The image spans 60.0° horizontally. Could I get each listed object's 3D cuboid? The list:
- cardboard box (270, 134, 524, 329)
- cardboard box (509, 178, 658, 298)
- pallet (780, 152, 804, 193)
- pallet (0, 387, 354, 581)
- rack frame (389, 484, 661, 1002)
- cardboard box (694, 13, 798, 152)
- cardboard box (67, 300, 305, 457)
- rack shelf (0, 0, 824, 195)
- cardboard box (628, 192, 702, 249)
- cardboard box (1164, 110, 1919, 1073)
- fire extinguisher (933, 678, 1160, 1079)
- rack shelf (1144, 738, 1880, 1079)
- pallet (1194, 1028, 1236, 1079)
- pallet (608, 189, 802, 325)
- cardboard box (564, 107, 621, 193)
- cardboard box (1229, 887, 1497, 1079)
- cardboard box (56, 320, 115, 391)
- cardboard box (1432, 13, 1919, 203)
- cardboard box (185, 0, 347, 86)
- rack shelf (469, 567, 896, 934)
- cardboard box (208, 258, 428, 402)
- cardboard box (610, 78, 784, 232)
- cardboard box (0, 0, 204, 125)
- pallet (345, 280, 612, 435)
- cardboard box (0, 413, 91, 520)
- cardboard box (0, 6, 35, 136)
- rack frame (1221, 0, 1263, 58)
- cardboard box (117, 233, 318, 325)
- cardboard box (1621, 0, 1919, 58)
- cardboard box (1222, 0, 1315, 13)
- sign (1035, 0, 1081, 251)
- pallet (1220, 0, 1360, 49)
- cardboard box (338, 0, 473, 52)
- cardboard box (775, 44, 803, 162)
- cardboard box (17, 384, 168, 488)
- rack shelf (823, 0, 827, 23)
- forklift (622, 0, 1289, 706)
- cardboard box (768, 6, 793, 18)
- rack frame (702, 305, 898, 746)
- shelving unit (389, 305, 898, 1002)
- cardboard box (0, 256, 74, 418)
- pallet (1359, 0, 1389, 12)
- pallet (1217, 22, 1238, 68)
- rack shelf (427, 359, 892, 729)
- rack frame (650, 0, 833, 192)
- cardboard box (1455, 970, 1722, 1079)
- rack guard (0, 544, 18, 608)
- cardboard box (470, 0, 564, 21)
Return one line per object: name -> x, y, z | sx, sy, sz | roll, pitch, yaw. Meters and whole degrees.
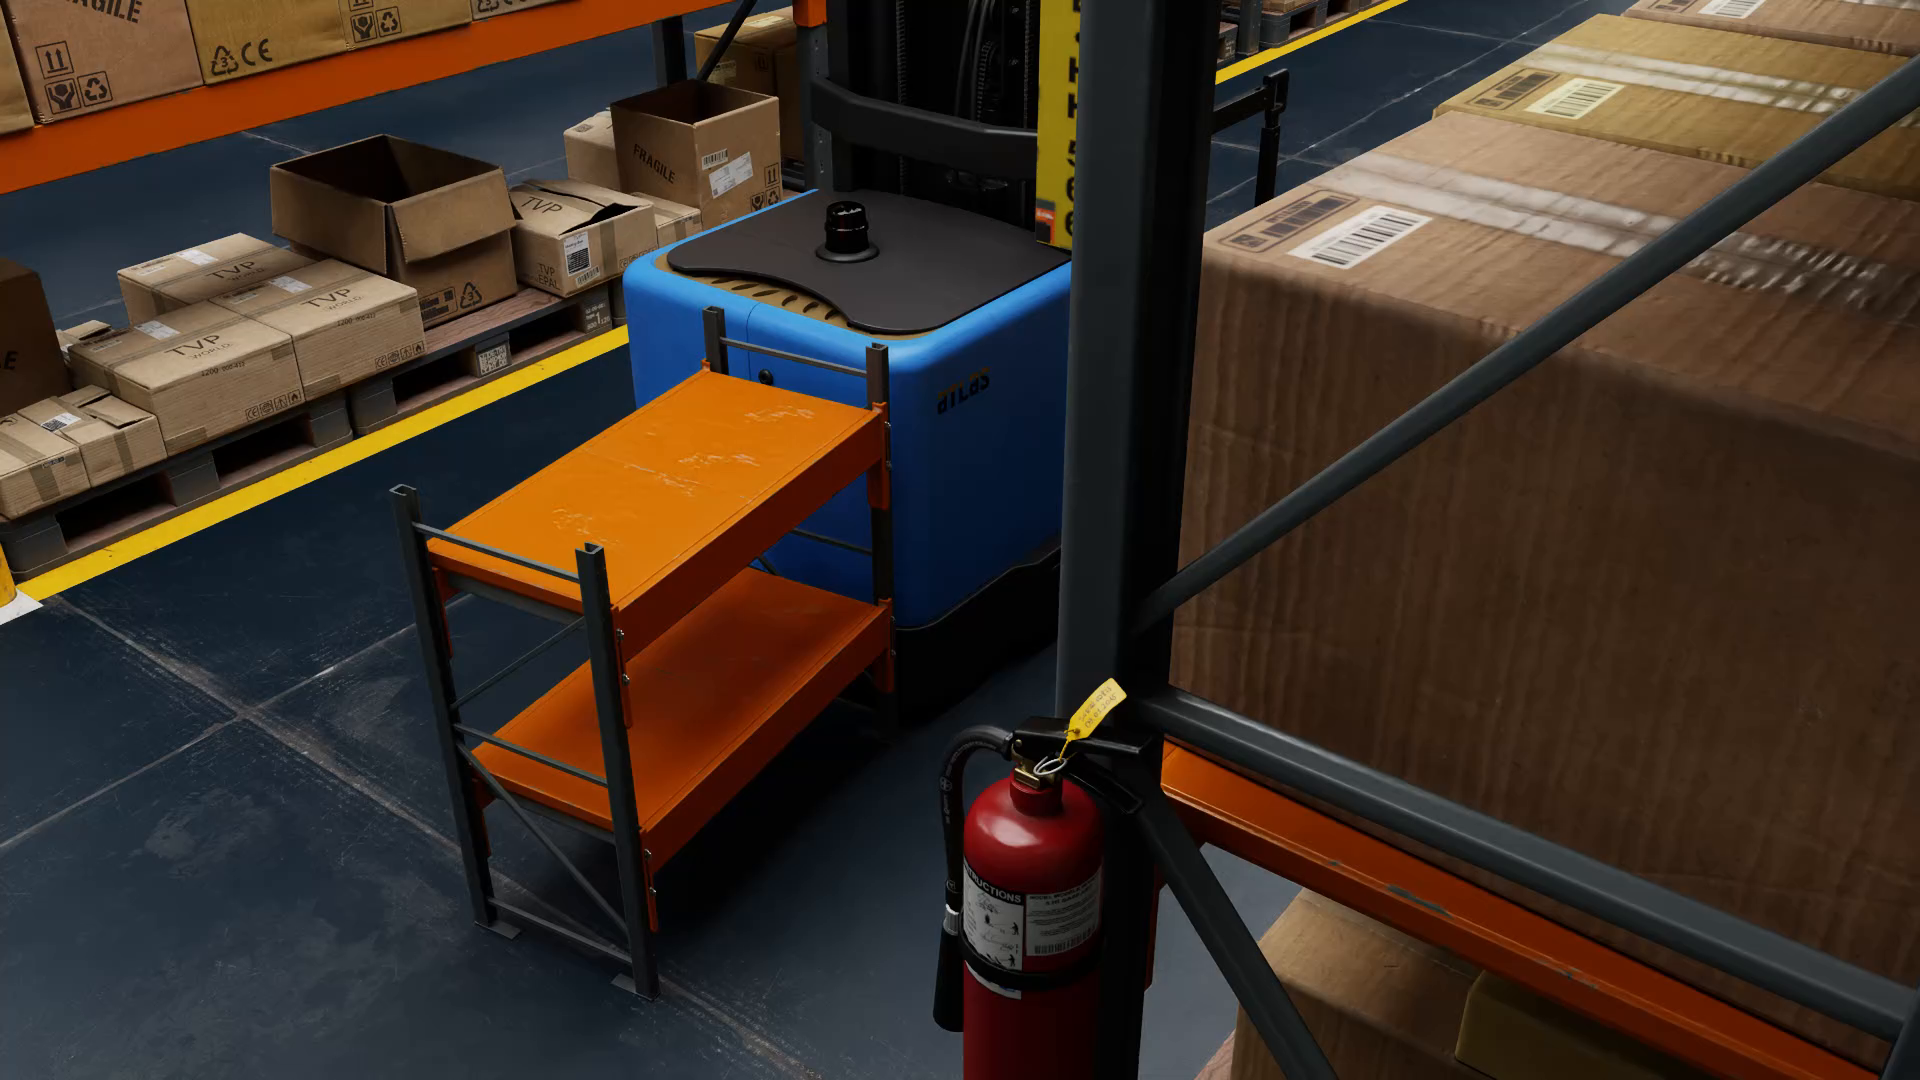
cardboard box -> -2.120, -1.177, 6.311 | 0.797, 0.503, 0.637 | 21, 37, 31
cardboard box -> -1.561, -1.236, 6.598 | 0.500, 0.311, 0.500 | 21, 37, 31
pallet -> -0.529, -1.969, 8.366 | 1.003, 0.211, 1.213 | 21, 37, 31
pallet -> -2.878, -0.356, 5.645 | 1.003, 0.211, 1.213 | 21, 37, 31
rack frame -> -0.874, 0.442, 3.400 | 0.500, 1.125, 0.032 | 15, 34, 24
cardboard box -> -0.921, -2.229, 8.090 | 0.500, 0.500, 0.500 | 21, 37, 31
cardboard box -> -2.548, -0.544, 5.492 | 0.500, 0.250, 0.500 | 21, 37, 31
rack shelf -> -2.197, -1.704, 5.889 | 1.077, 0.370, 4.000 | 21, 37, 31
cardboard box -> -1.286, -1.300, 6.866 | 0.380, 0.149, 0.250 | 21, 37, 31
cardboard box -> 0.847, -0.017, 2.043 | 0.980, 0.700, 0.700 | 23, 38, 33
fire extinguisher -> 0.088, 0.435, 2.015 | 0.296, 0.674, 0.183 | 21, 37, 31
rack shelf -> 1.754, -0.181, 3.319 | 1.077, 0.370, 4.000 | 21, 37, 31
pallet -> 0.967, 1.173, 3.064 | 1.003, 0.211, 1.213 | 21, 37, 31
pallet -> -1.405, -1.348, 7.318 | 1.003, 0.211, 1.213 | 21, 37, 31
cardboard box -> -1.416, -1.755, 7.475 | 0.500, 0.311, 0.500 | 21, 37, 31
cardboard box -> 0.890, 0.902, 2.827 | 0.700, 0.500, 0.500 | 21, 37, 31
cardboard box -> -2.957, -0.605, 5.676 | 0.380, 0.166, 0.250 | 21, 37, 31
cardboard box -> 1.277, -0.316, 2.548 | 0.980, 0.700, 0.700 | 21, 36, 31
cardboard box -> -2.314, -1.758, 5.175 | 0.500, 0.500, 0.500 | 21, 37, 31
rack shelf -> -0.632, 0.425, 3.910 | 0.538, 0.278, 1.000 | 15, 34, 24
cardboard box -> -2.247, -0.747, 5.835 | 0.500, 0.250, 0.500 | 21, 37, 31
cardboard box -> -1.108, -1.622, 7.065 | 0.500, 0.500, 0.500 | 21, 37, 31
cardboard box -> -2.619, -1.554, 4.833 | 0.500, 0.500, 0.500 | 21, 36, 31
pallet -> -2.141, -0.850, 6.478 | 1.003, 0.211, 1.213 | 21, 37, 31
cardboard box -> -2.878, -0.228, 5.058 | 0.380, 0.149, 0.250 | 21, 37, 31
cardboard box -> -2.927, -1.343, 4.476 | 0.500, 0.500, 0.500 | 22, 37, 32
rack frame -> 1.424, -4.453, 9.821 | 1.000, 3.000, 0.127 | 21, 37, 31
cardboard box -> -2.675, -0.881, 6.060 | 0.500, 0.250, 0.500 | 21, 37, 31
cardboard box -> 1.745, -0.624, 3.066 | 0.980, 0.700, 0.700 | 19, 36, 29
cardboard box -> 1.975, -3.573, 10.622 | 0.500, 0.250, 0.500 | 21, 37, 31
sign -> 0.123, -0.451, 1.700 | 0.100, 0.325, 0.005 | 21, 37, 31
pallet -> 1.952, -3.576, 11.076 | 1.003, 0.211, 1.213 | 21, 37, 31
cardboard box -> -2.011, -1.960, 5.517 | 0.500, 0.500, 0.500 | 22, 37, 32
cardboard box -> -0.504, -2.062, 7.808 | 0.500, 0.500, 0.500 | 19, 36, 29
cardboard box -> -2.727, -0.337, 5.225 | 0.380, 0.166, 0.250 | 21, 37, 31
rack shelf -> 0.217, -3.330, 8.633 | 1.077, 0.370, 4.000 | 21, 37, 31
forklift -> 0.382, -1.516, 4.934 | 1.130, 2.935, 3.031 | 21, 37, 31
cardboard box -> -0.616, -2.428, 8.425 | 0.500, 0.500, 0.500 | 21, 37, 31
rack frame -> -0.390, -0.013, 4.169 | 0.500, 1.125, 0.032 | 15, 34, 24
shelving unit -> -0.632, 0.214, 3.785 | 0.538, 1.125, 1.048 | 15, 34, 24
cardboard box -> -3.273, -0.612, 5.360 | 0.500, 0.500, 0.500 | 21, 37, 31
pallet -> 2.689, -4.069, 11.909 | 1.003, 0.211, 1.213 | 21, 37, 31
pallet -> 0.944, -2.961, 10.040 | 1.003, 0.211, 1.213 | 21, 37, 31
rack shelf -> -0.632, -0.037, 3.636 | 0.538, 0.278, 1.000 | 15, 34, 24
rack frame -> -0.990, -2.827, 7.078 | 1.000, 3.000, 0.127 | 21, 37, 31
cardboard box -> 0.974, 0.735, 2.472 | 0.380, 0.149, 0.250 | 21, 37, 32
rack guard -> -3.359, -0.156, 5.024 | 1.175, 0.500, 0.348 | 21, 37, 31
cardboard box -> -1.706, -2.168, 5.868 | 0.500, 0.500, 0.500 | 22, 37, 32
